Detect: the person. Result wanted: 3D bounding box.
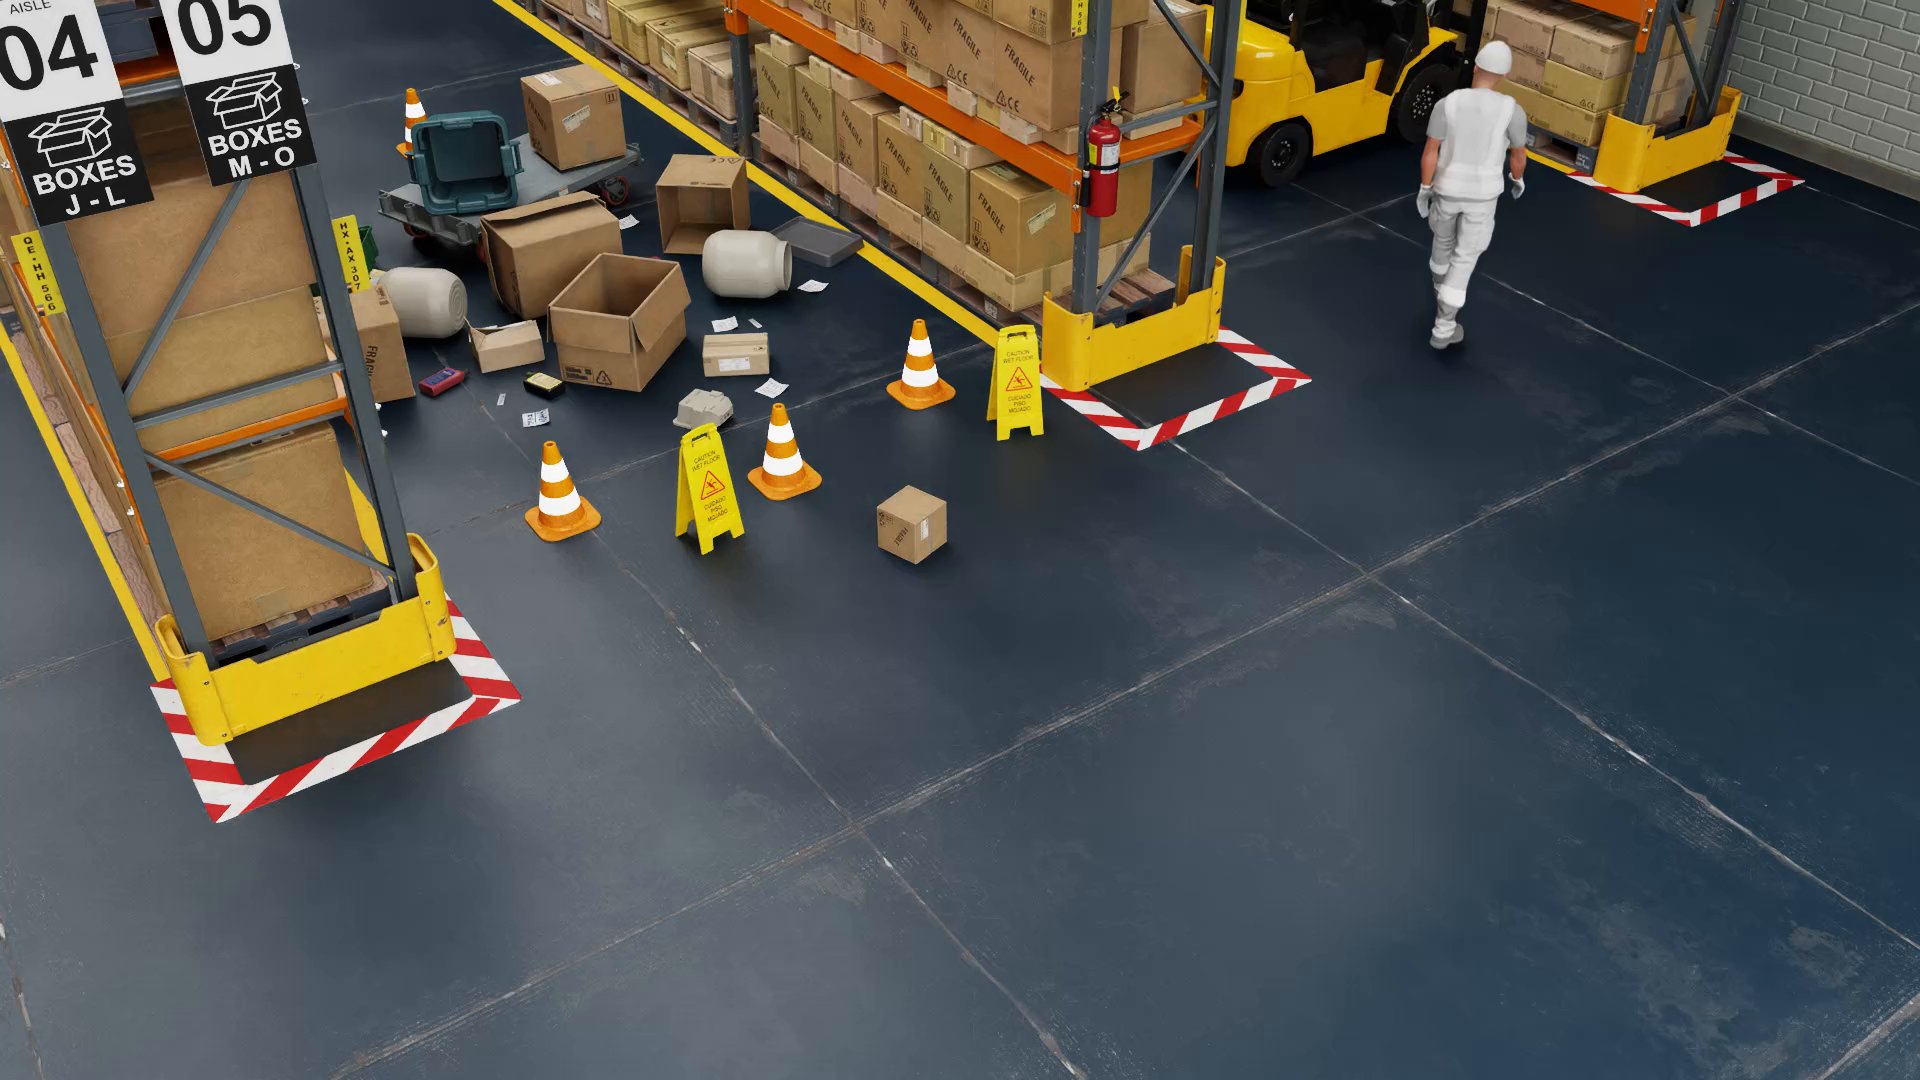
[{"bbox_3d":[3.029,-2.104,9.855,0.561,1.733,0.987,17,39,22],"label":"person"}]
